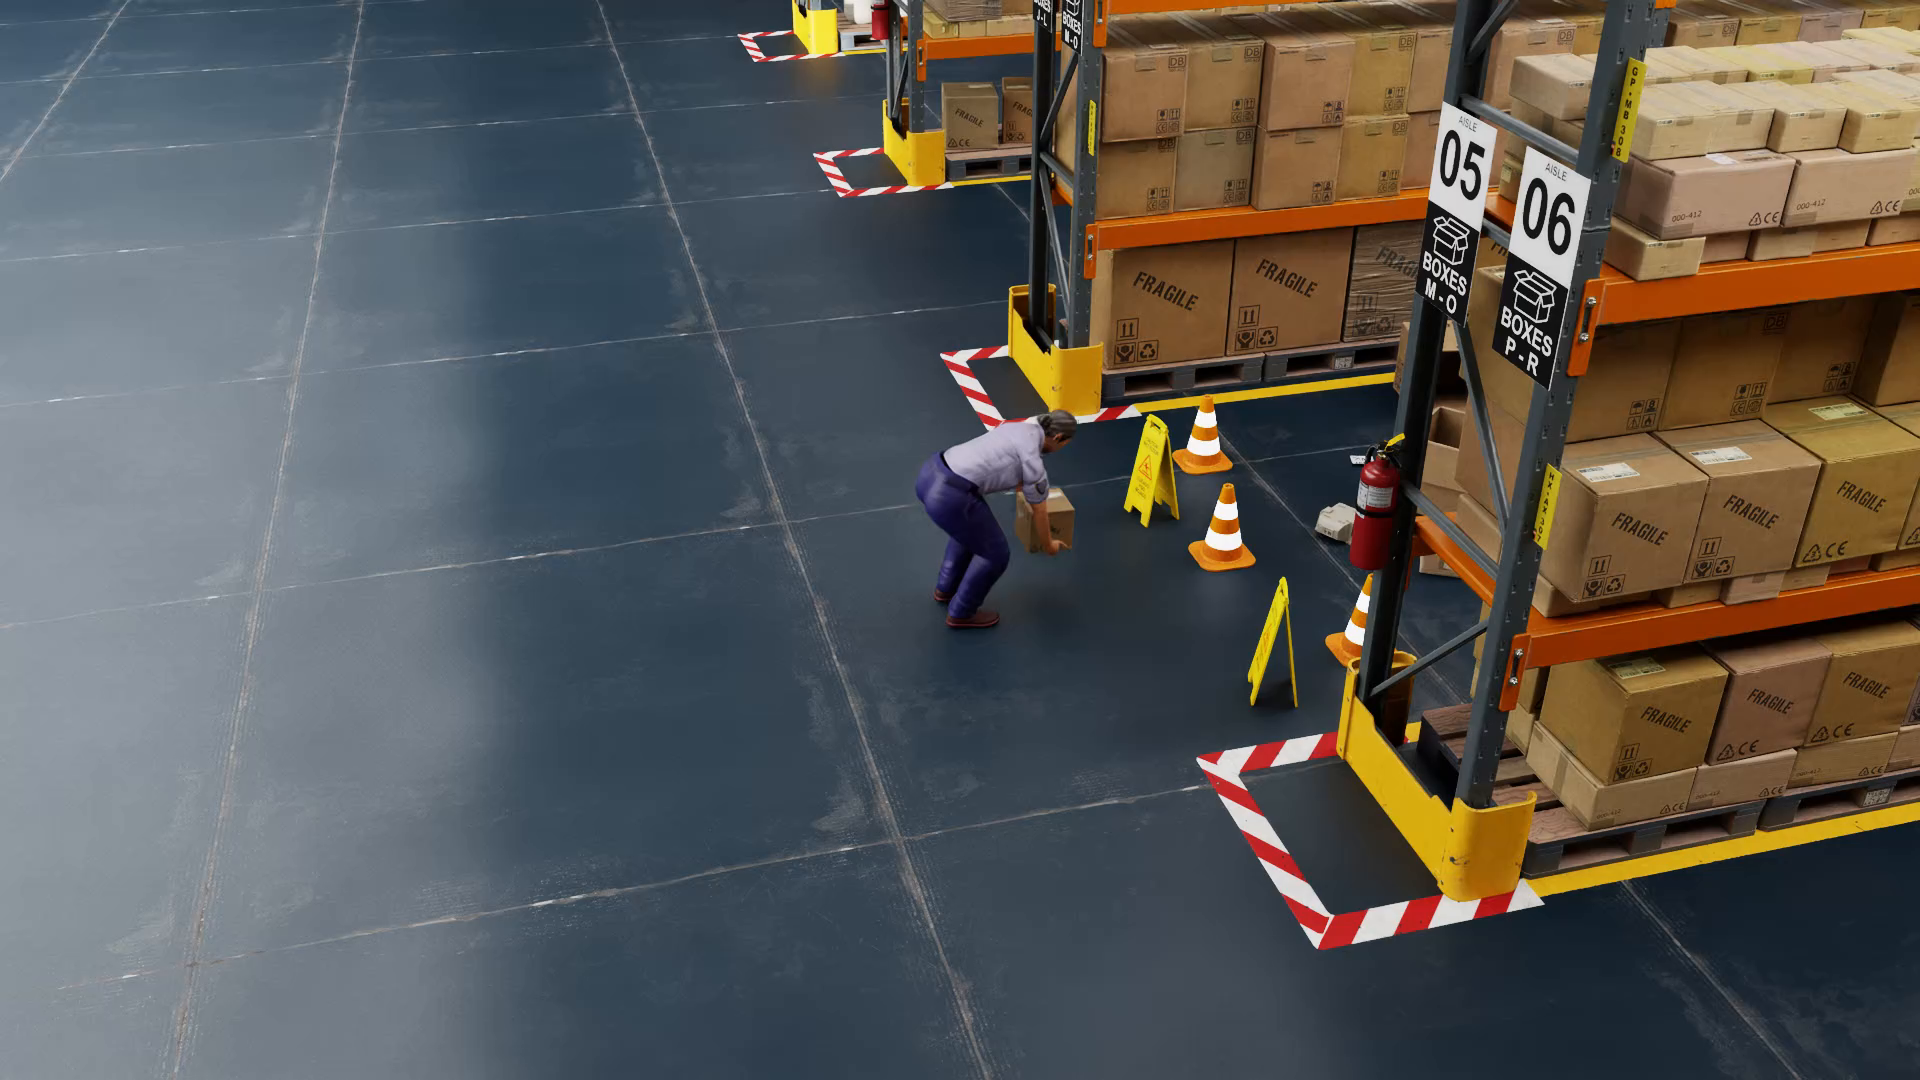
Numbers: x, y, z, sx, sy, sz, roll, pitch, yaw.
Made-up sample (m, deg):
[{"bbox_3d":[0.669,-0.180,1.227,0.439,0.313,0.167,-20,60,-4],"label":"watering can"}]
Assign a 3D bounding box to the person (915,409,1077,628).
[{"bbox_3d":[0.203,-0.130,8.969,0.874,1.146,0.493,-9,32,-15],"label":"person"}]
